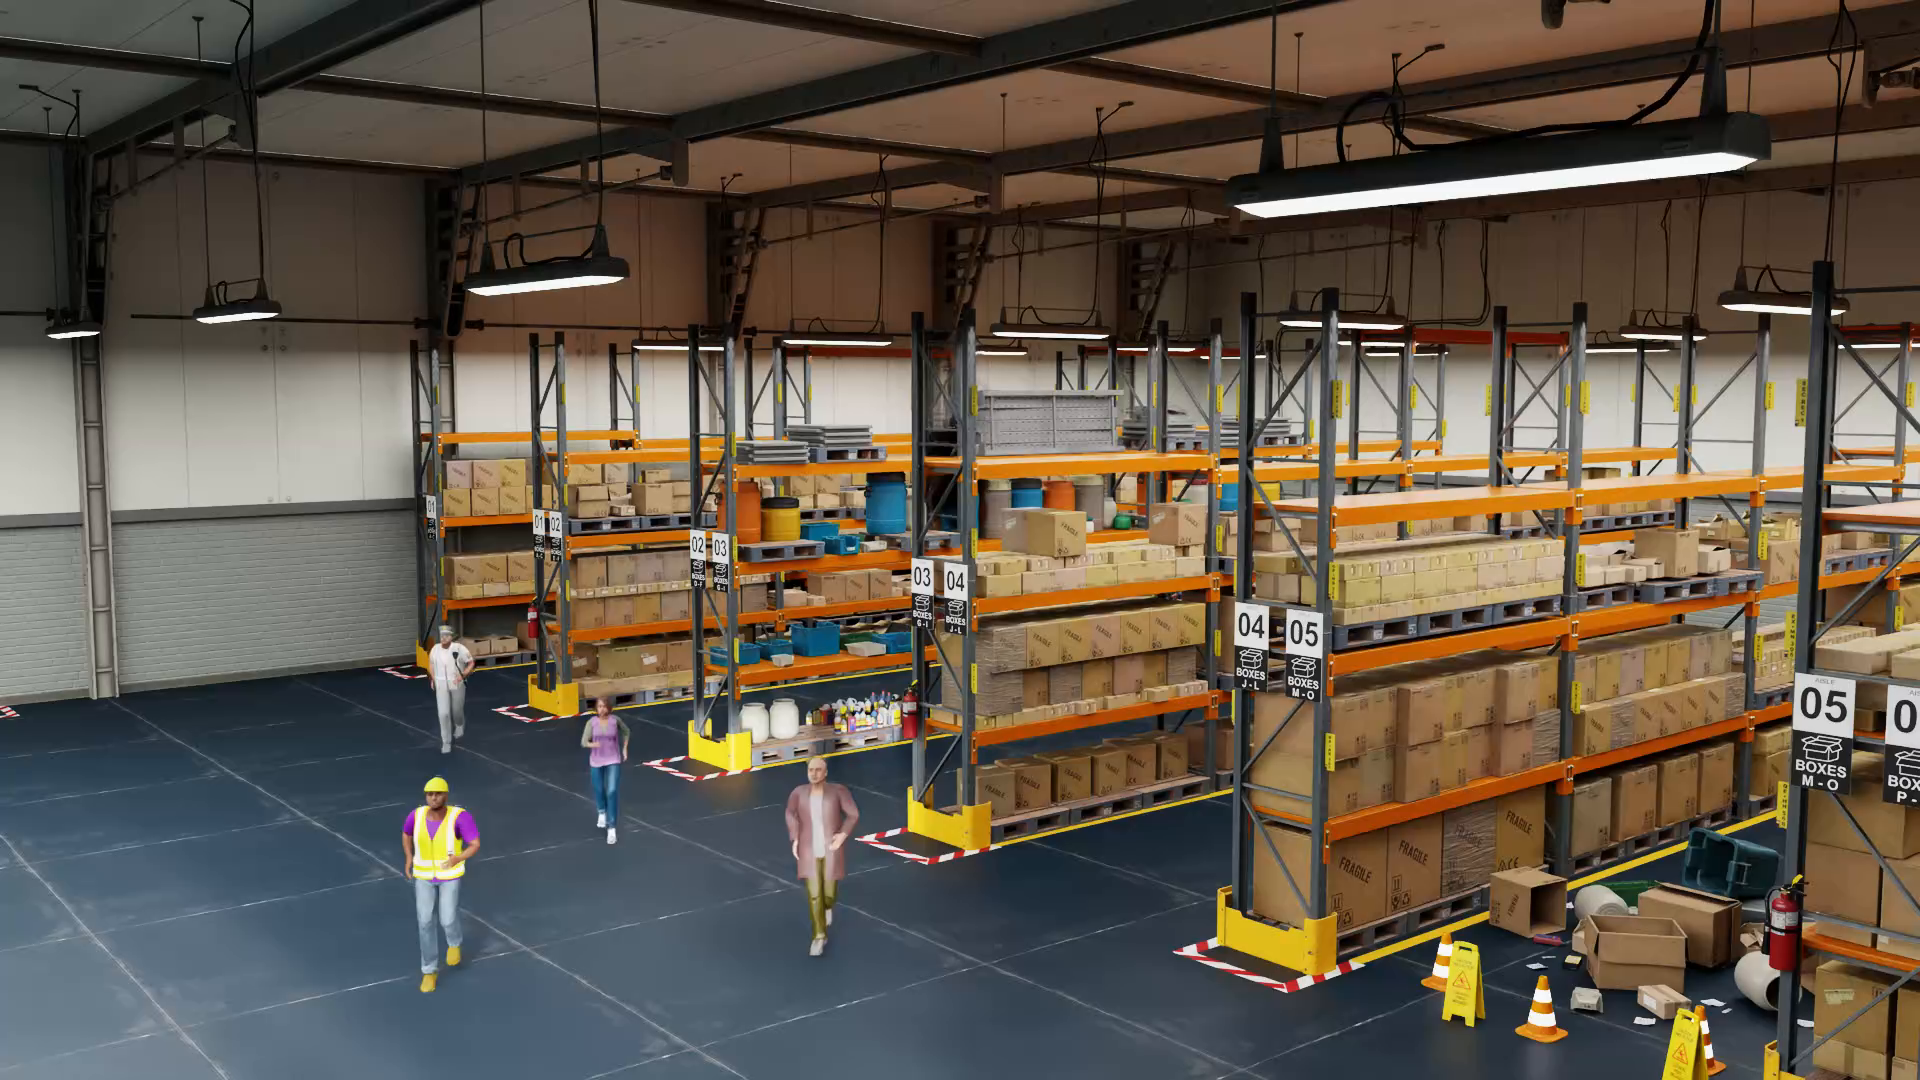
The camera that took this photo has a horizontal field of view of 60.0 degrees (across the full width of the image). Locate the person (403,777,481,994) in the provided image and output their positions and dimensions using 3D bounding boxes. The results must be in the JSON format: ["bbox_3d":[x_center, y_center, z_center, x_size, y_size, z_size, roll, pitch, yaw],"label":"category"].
[{"bbox_3d":[-4.531,2.956,14.507,0.704,1.817,0.807,0,5,-4],"label":"person"}]

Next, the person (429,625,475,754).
[{"bbox_3d":[-7.260,2.096,23.767,0.657,1.820,0.828,-1,5,-6],"label":"person"}]

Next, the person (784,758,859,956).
[{"bbox_3d":[-1.289,2.883,15.367,0.701,1.763,0.700,0,5,2],"label":"person"}]

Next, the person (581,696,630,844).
[{"bbox_3d":[-4.061,2.589,19.060,0.519,1.627,0.789,0,5,-5],"label":"person"}]
